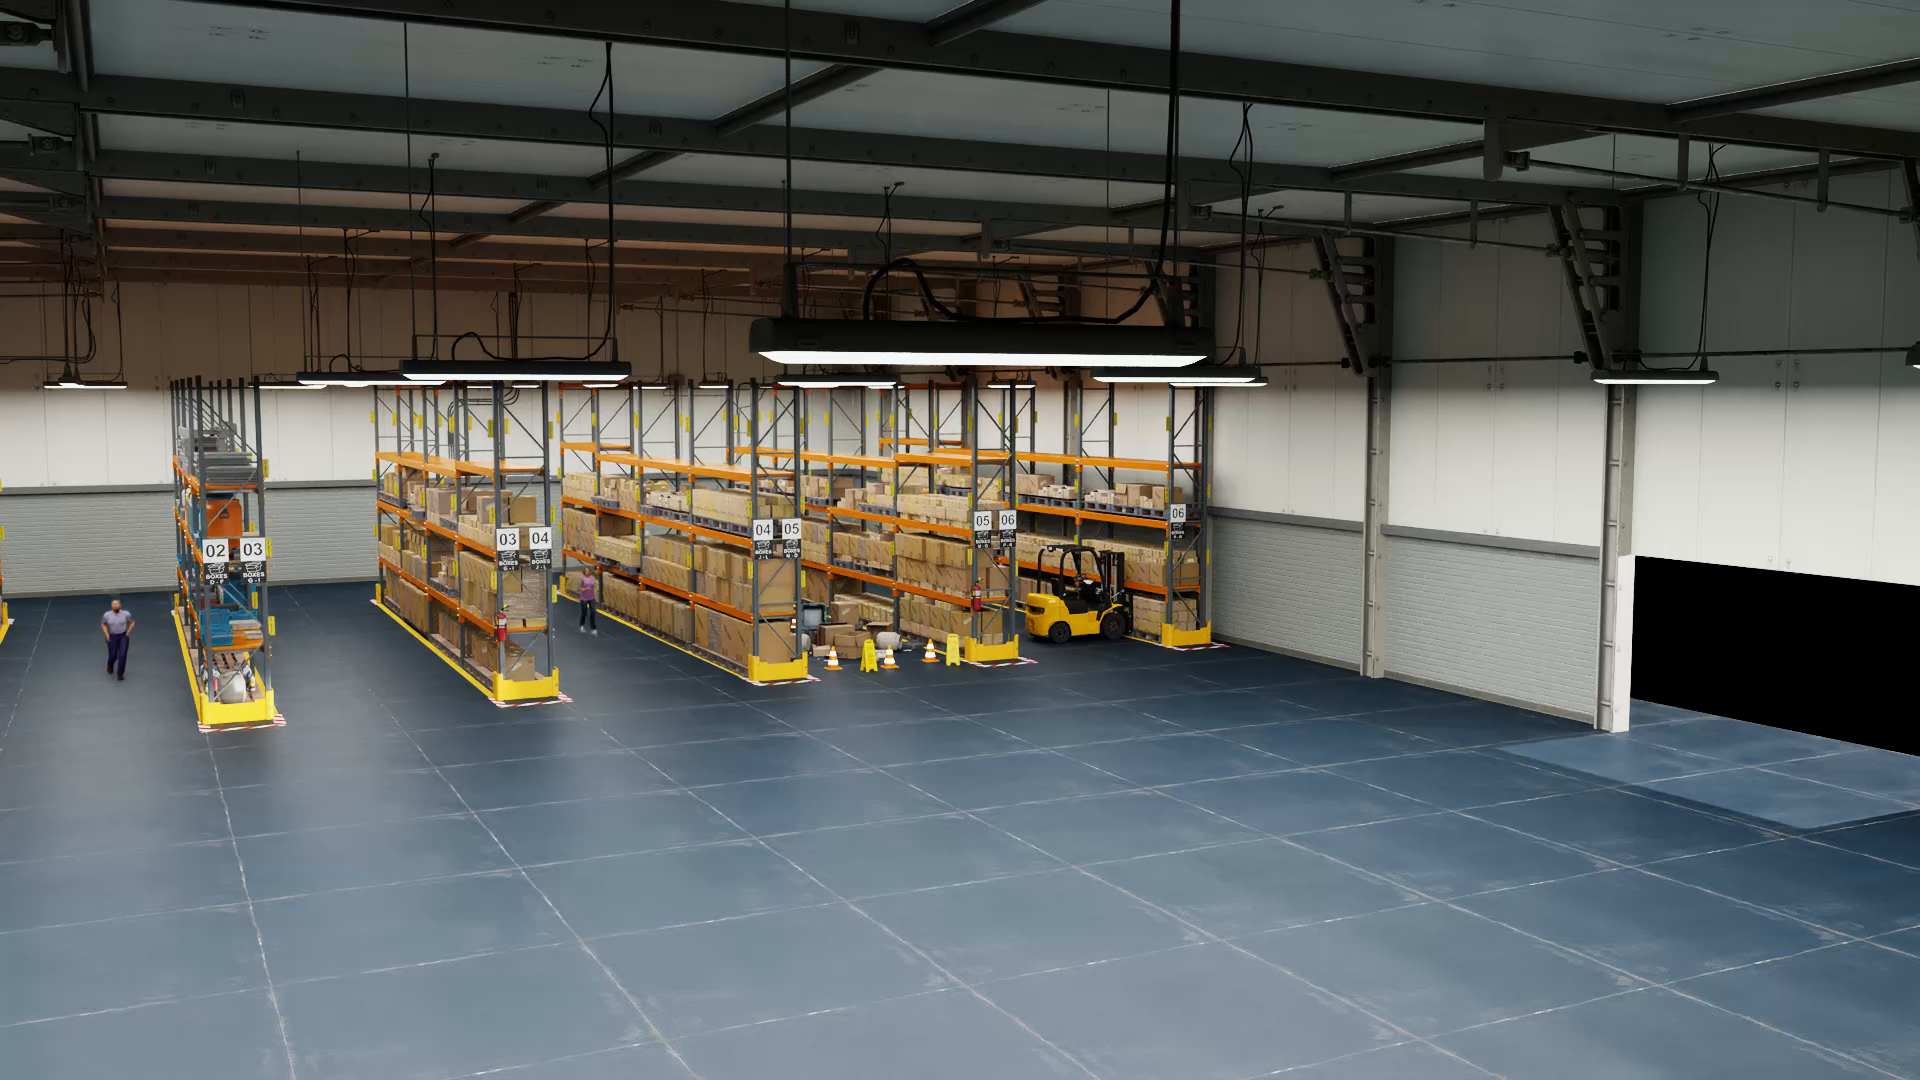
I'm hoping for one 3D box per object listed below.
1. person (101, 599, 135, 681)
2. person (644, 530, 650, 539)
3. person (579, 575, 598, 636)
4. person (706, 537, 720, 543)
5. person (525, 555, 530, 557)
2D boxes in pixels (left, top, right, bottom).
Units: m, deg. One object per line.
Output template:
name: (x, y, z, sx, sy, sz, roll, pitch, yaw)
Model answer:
person: (-16.801, 1.981, 33.214, 0.600, 1.619, 0.596, -3, 6, -27)
person: (-9.024, 0.586, 47.778, 0.663, 1.739, 0.649, -3, 6, -28)
person: (-8.778, 1.536, 39.164, 0.346, 1.401, 0.787, -3, 6, -33)
person: (-7.565, 0.393, 50.726, 0.690, 1.685, 0.633, -1, 5, -15)
person: (-11.905, 0.811, 45.590, 0.739, 1.706, 0.575, -2, 5, -19)
